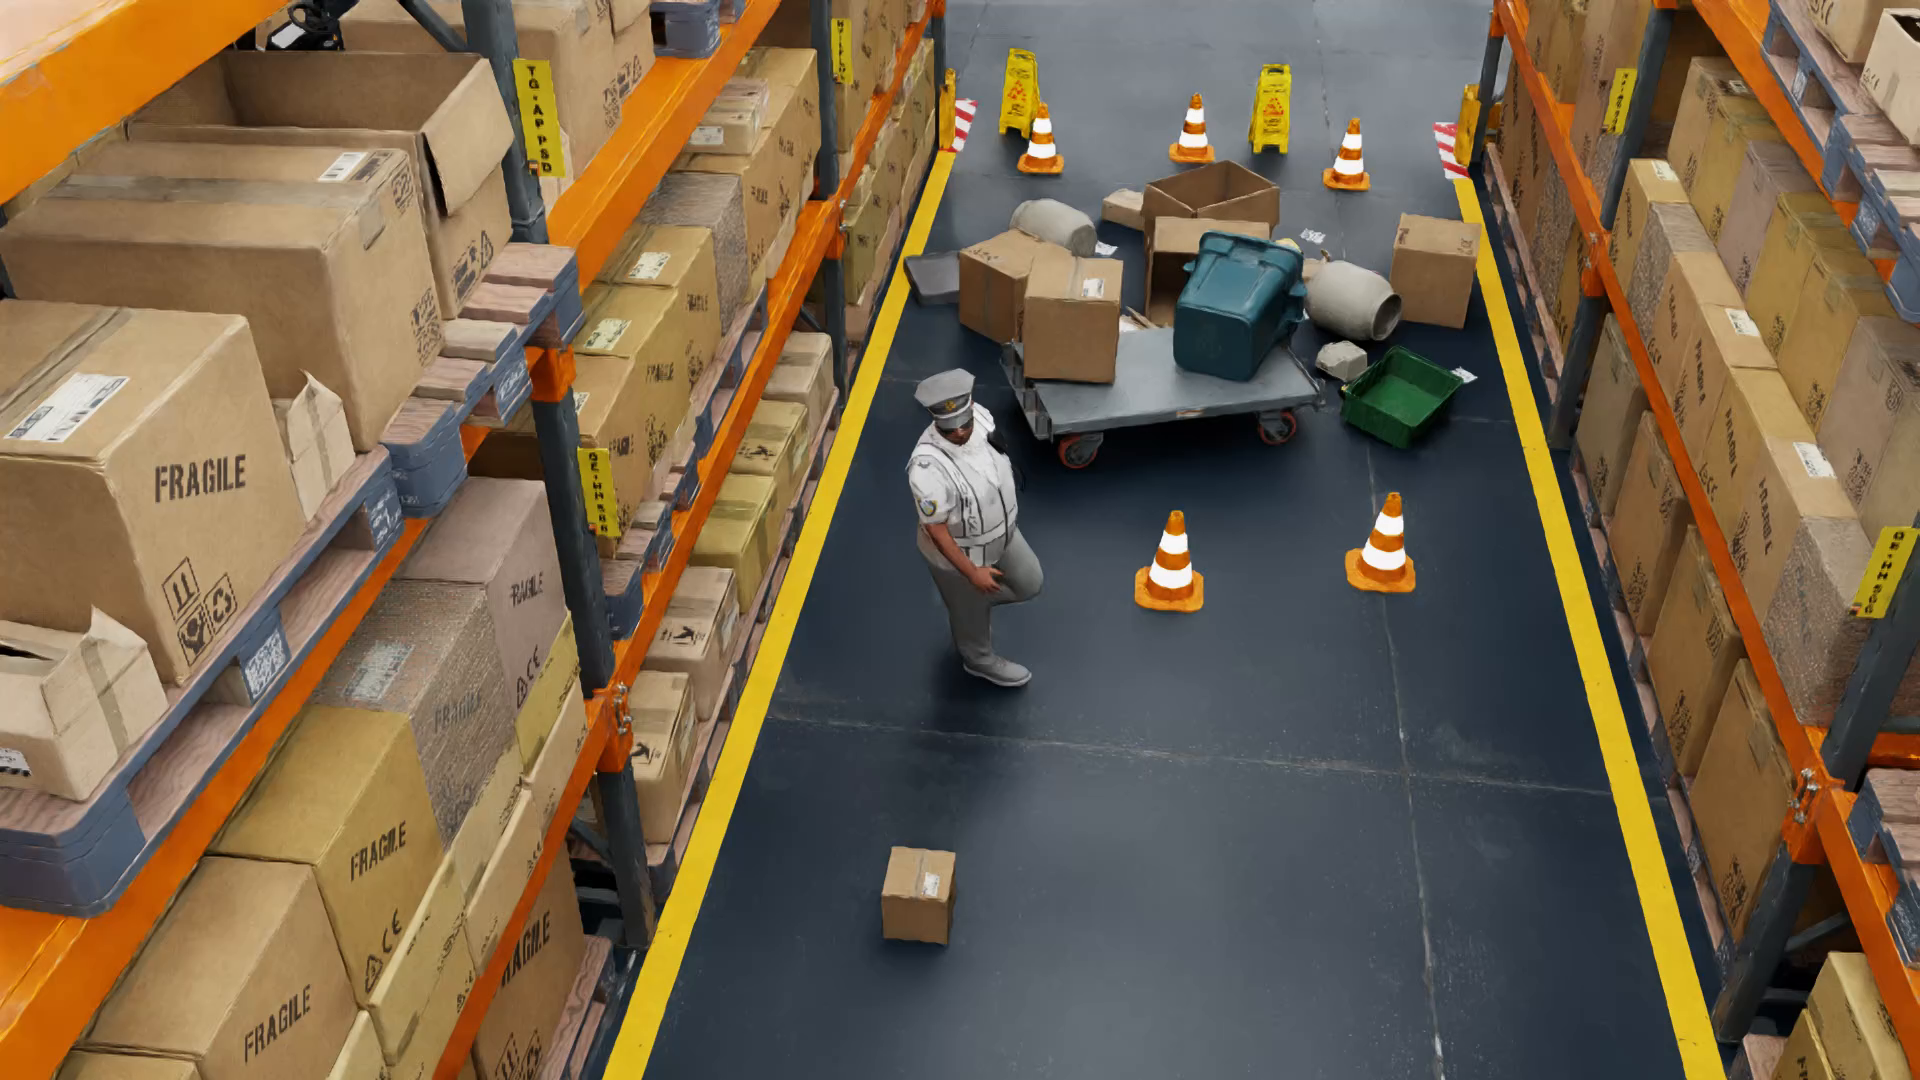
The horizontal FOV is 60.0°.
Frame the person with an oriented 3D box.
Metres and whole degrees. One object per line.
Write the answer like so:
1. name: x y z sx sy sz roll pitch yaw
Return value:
1. person: 0.025 -0.026 7.078 0.516 1.705 0.690 23 42 28
